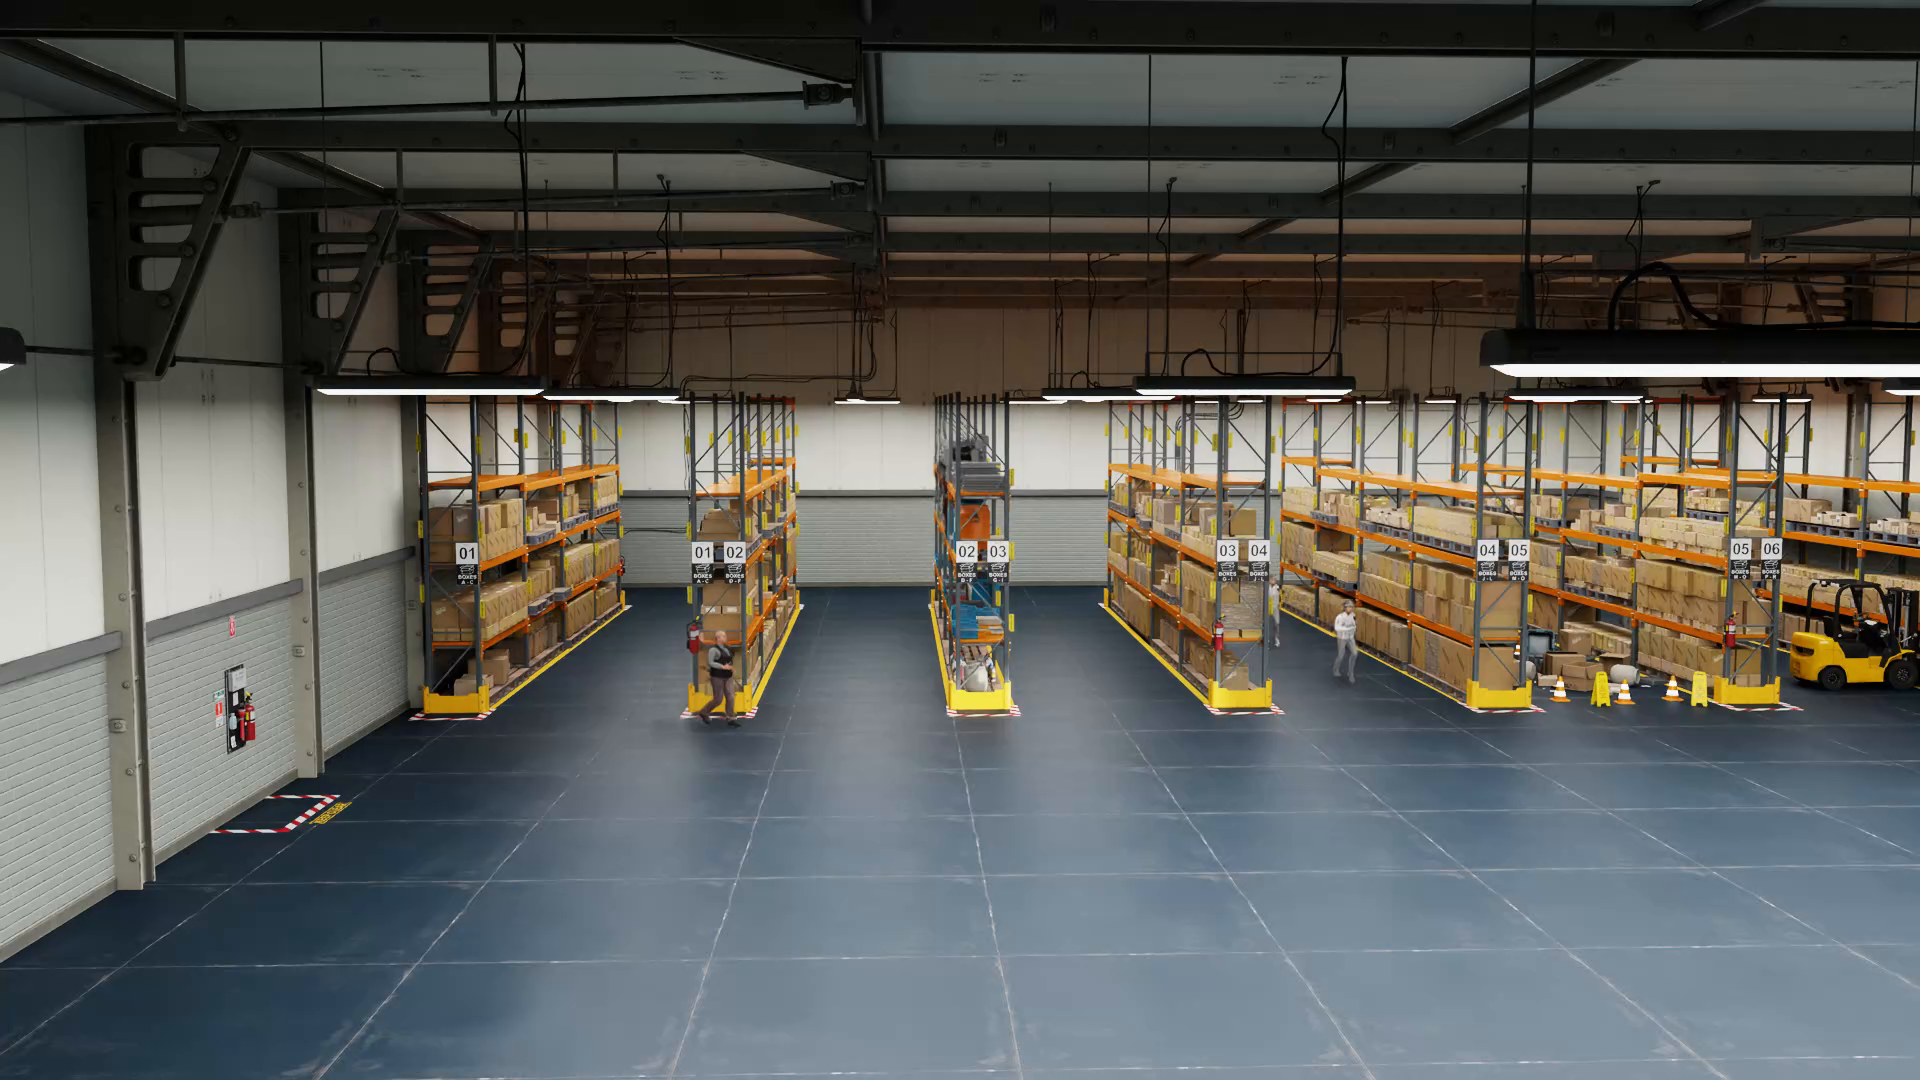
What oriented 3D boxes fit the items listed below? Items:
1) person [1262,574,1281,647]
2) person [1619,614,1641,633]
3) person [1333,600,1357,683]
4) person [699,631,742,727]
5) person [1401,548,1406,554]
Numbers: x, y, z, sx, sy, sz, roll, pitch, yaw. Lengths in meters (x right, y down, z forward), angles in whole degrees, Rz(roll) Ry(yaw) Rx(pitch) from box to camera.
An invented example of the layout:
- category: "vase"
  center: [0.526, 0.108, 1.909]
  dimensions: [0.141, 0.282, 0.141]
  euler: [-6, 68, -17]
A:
- category: "person"
  center: [7.482, 1.665, 40.087]
  dimensions: [0.562, 1.719, 0.857]
  euler: [-1, 5, -6]
- category: "person"
  center: [16.607, 1.543, 41.136]
  dimensions: [0.636, 1.821, 0.726]
  euler: [-1, 5, -8]
- category: "person"
  center: [8.059, 2.104, 34.819]
  dimensions: [0.633, 1.724, 0.829]
  euler: [-2, 5, -18]
- category: "person"
  center: [-4.274, 2.475, 29.721]
  dimensions: [0.839, 1.715, 0.677]
  euler: [2, 5, 28]
- category: "person"
  center: [13.018, 0.931, 49.227]
  dimensions: [0.955, 1.667, 0.577]
  euler: [-1, 5, -15]
